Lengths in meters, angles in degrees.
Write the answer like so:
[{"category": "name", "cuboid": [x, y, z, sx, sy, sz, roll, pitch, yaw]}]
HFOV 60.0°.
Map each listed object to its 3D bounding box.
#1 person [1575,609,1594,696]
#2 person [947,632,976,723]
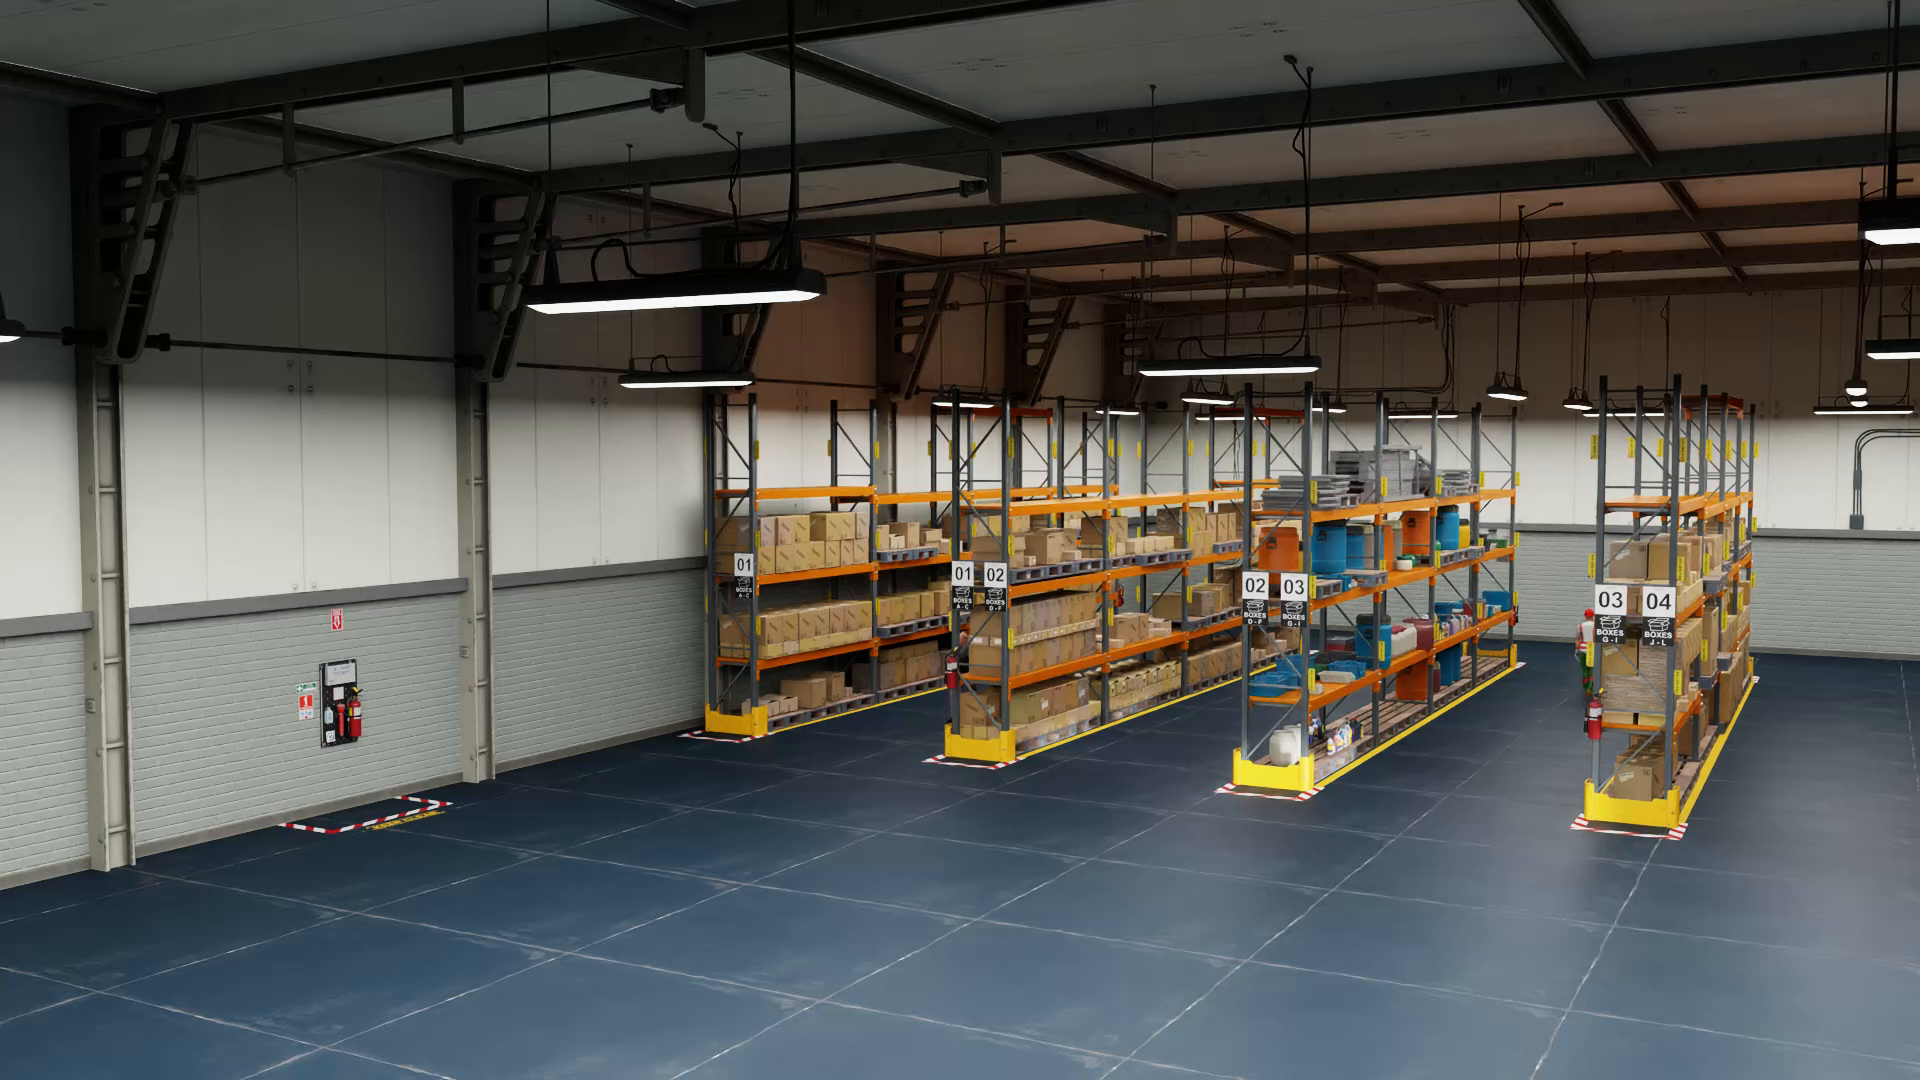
[{"category": "person", "cuboid": [12.796, 2.292, 33.806, 0.573, 1.784, 0.551, 2, 4, 36]}, {"category": "person", "cuboid": [0.086, 2.525, 30.522, 0.538, 1.662, 0.949, 2, 4, 37]}]
